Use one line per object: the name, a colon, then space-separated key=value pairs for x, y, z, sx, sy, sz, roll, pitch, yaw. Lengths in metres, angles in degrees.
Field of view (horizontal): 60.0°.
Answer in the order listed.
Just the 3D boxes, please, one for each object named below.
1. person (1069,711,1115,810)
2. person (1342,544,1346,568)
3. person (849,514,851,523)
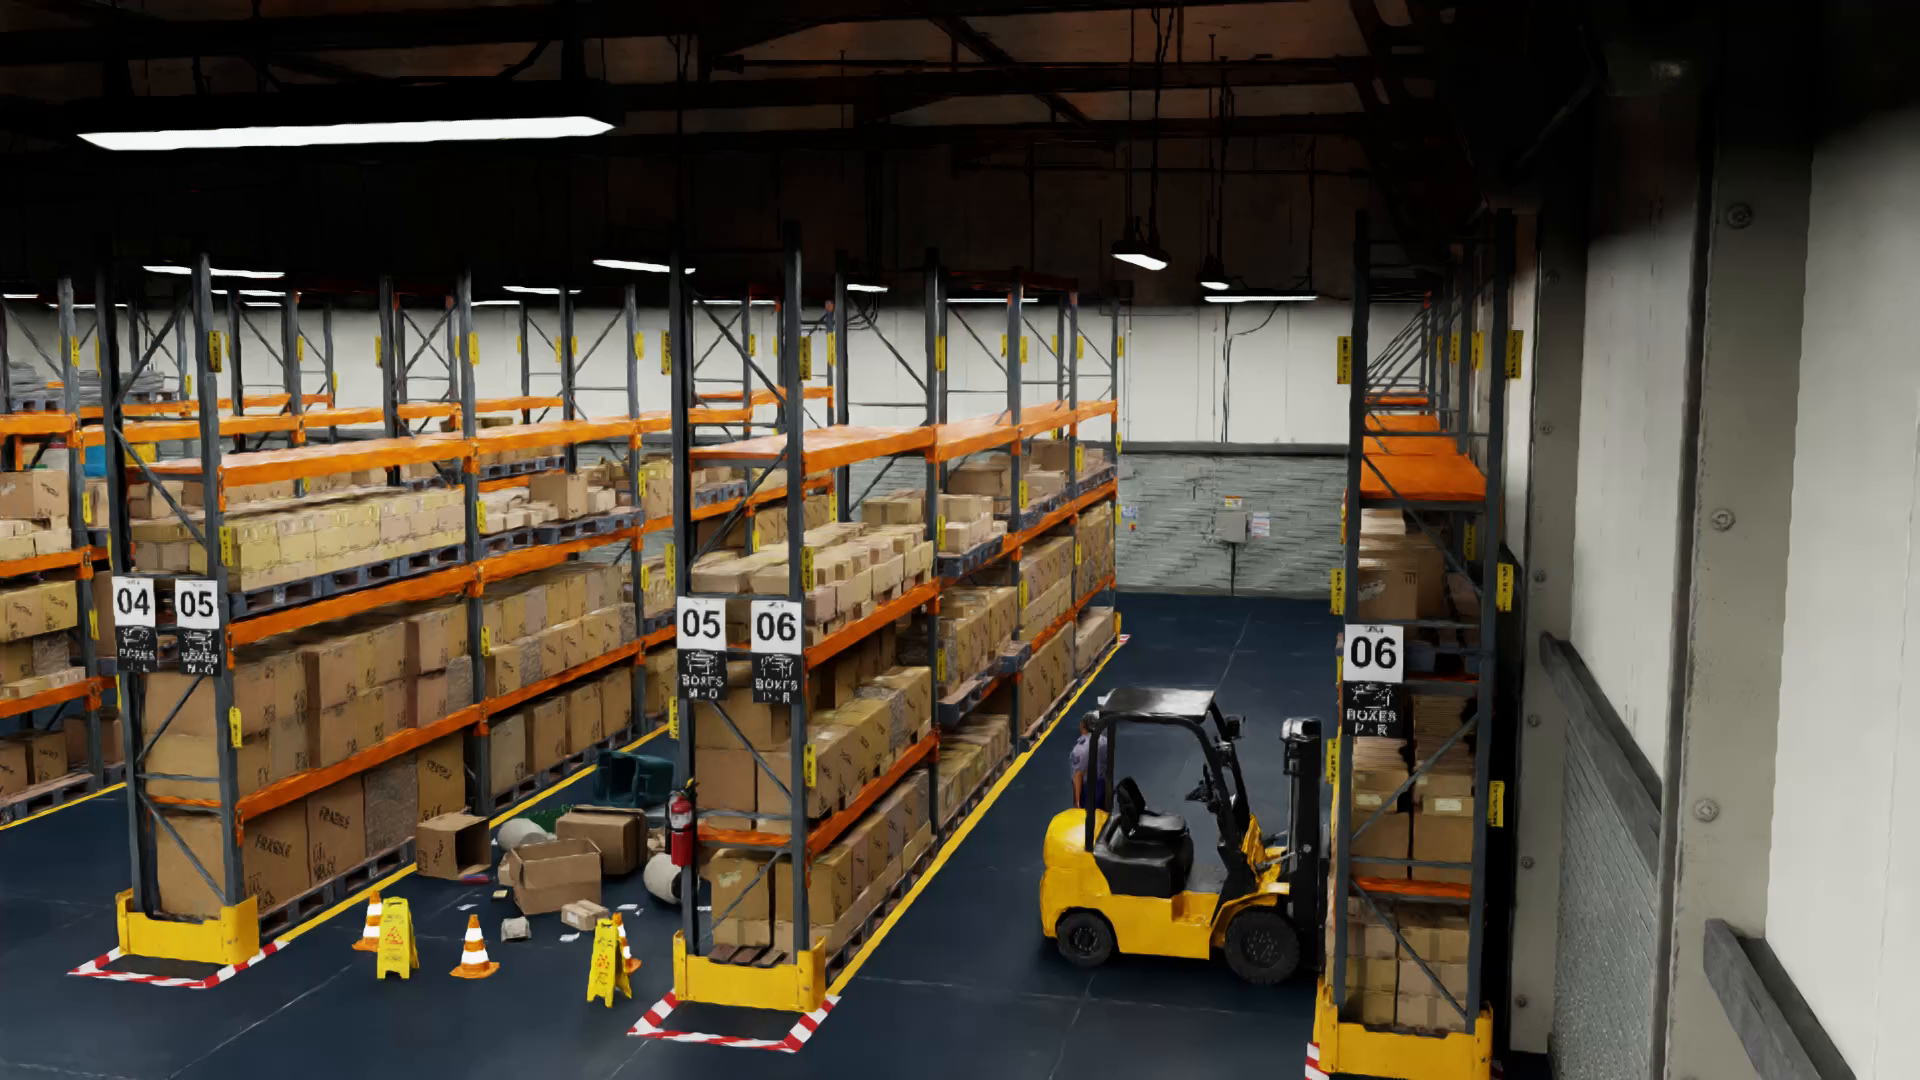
person: x=1.191 y=2.428 z=15.759 sx=0.461 sy=1.652 sz=0.523 roll=5 pitch=9 yaw=38
person: x=6.742 y=0.844 z=28.306 sx=0.553 sy=1.781 sz=0.645 roll=-2 pitch=7 yaw=-17
person: x=-2.134 y=0.379 z=31.962 sx=0.457 sy=1.773 sz=0.678 roll=-2 pitch=7 yaw=-19
